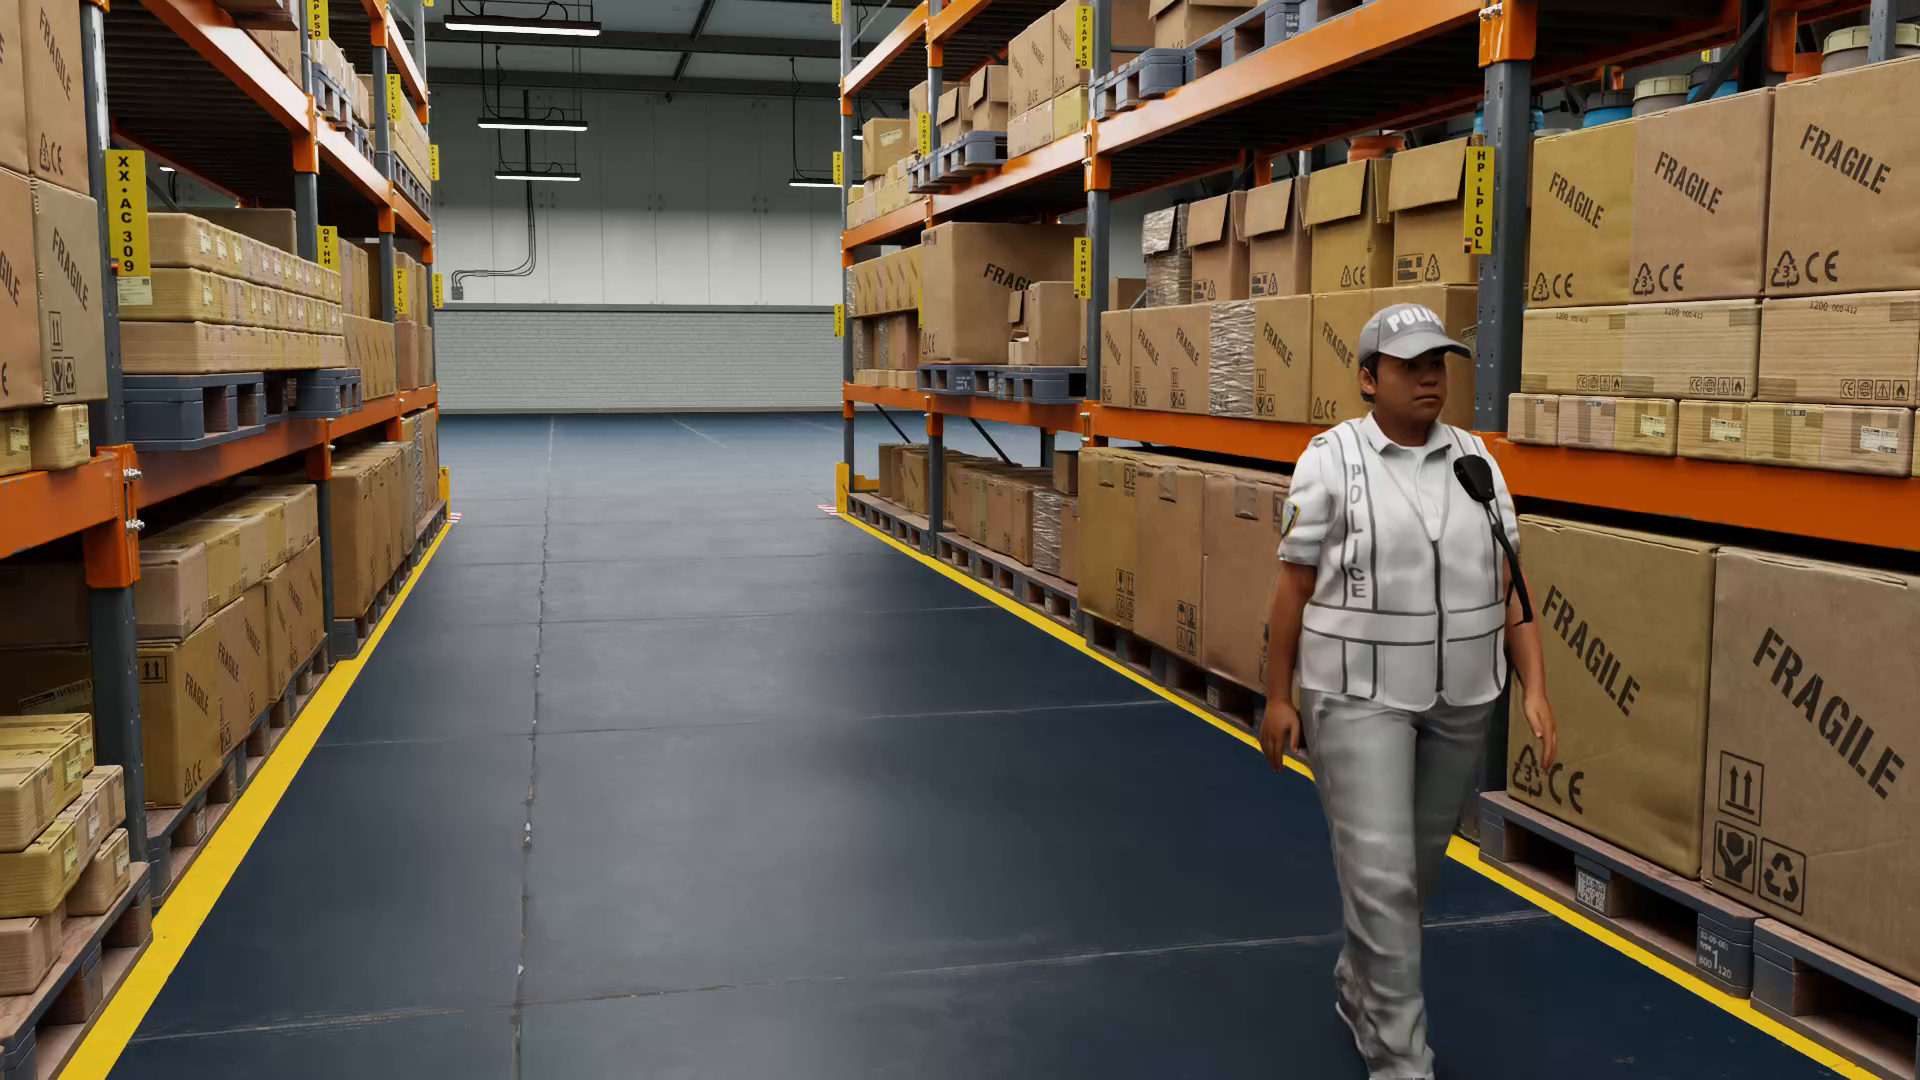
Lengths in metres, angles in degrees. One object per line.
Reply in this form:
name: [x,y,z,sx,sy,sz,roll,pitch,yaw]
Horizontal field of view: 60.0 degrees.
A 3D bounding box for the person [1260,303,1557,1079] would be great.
person: [0.940,0.363,3.382,0.516,1.680,0.787,-1,6,-12]
